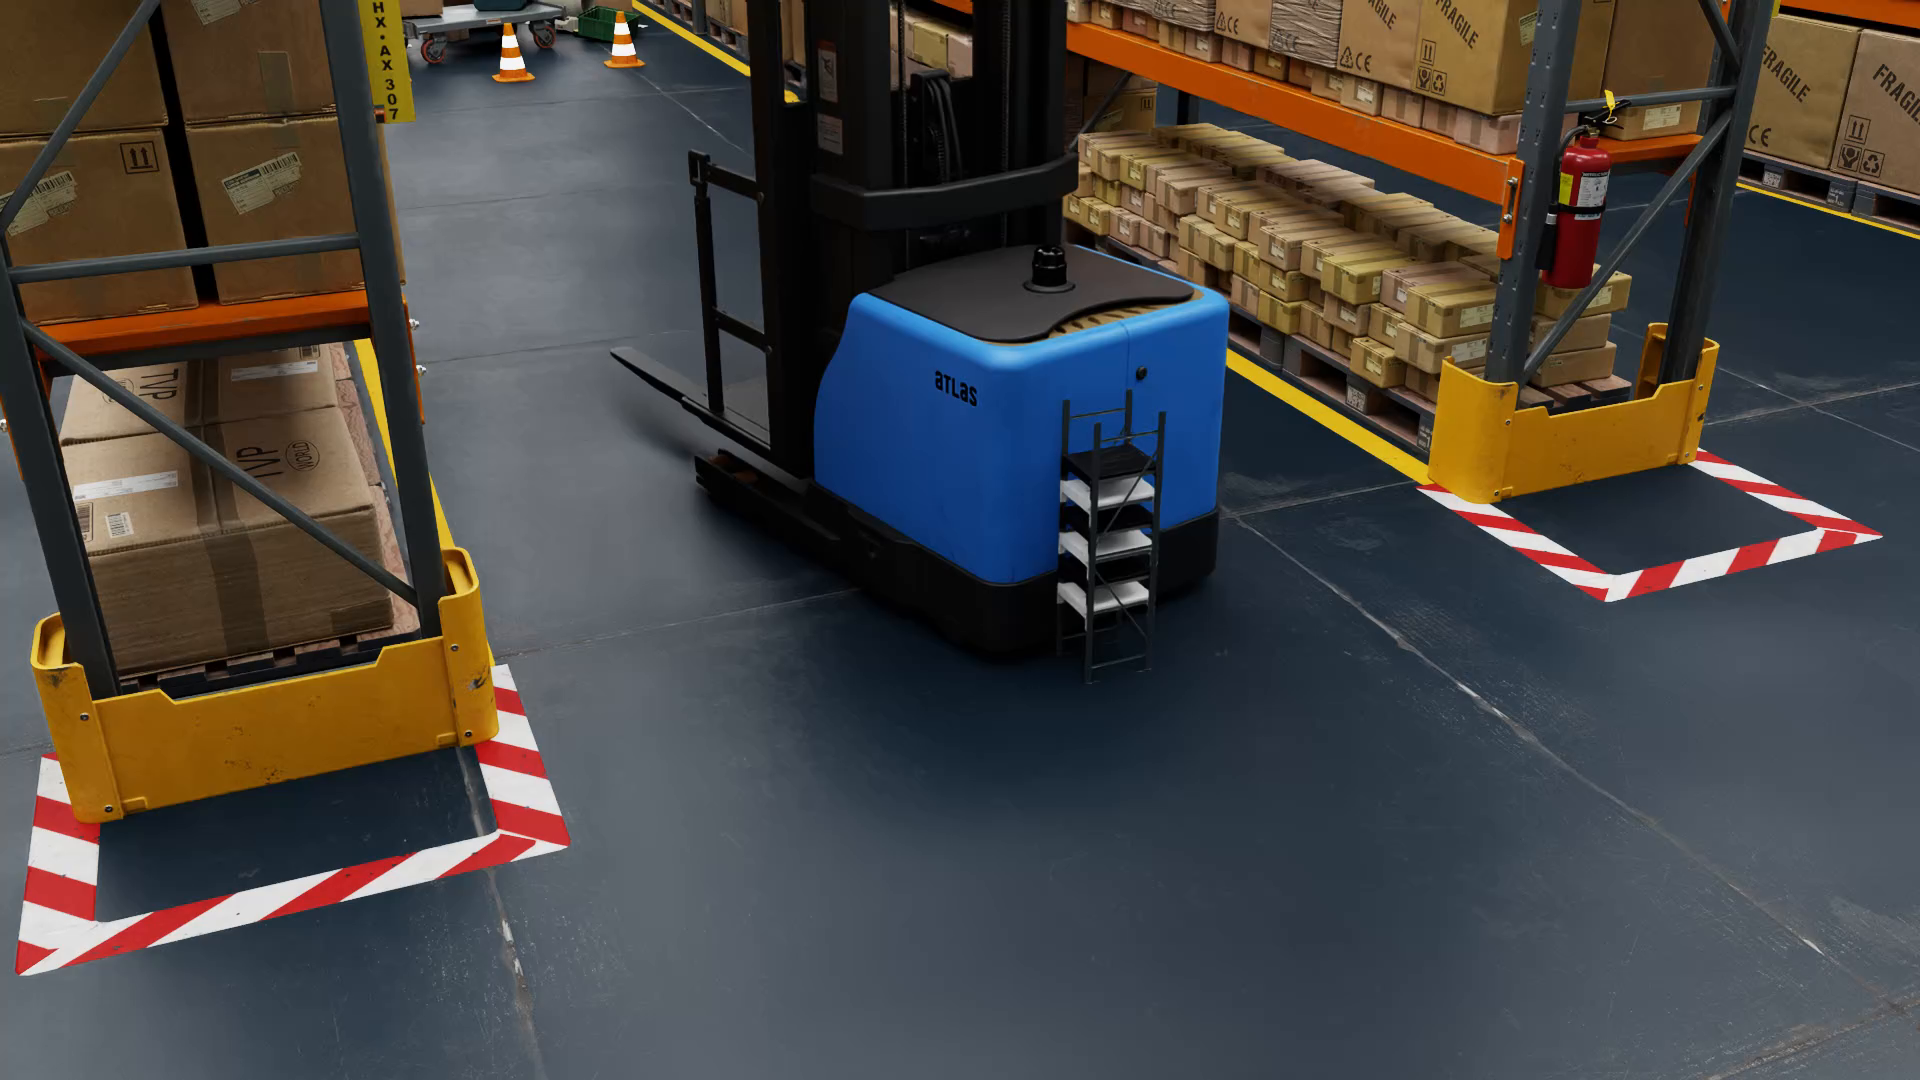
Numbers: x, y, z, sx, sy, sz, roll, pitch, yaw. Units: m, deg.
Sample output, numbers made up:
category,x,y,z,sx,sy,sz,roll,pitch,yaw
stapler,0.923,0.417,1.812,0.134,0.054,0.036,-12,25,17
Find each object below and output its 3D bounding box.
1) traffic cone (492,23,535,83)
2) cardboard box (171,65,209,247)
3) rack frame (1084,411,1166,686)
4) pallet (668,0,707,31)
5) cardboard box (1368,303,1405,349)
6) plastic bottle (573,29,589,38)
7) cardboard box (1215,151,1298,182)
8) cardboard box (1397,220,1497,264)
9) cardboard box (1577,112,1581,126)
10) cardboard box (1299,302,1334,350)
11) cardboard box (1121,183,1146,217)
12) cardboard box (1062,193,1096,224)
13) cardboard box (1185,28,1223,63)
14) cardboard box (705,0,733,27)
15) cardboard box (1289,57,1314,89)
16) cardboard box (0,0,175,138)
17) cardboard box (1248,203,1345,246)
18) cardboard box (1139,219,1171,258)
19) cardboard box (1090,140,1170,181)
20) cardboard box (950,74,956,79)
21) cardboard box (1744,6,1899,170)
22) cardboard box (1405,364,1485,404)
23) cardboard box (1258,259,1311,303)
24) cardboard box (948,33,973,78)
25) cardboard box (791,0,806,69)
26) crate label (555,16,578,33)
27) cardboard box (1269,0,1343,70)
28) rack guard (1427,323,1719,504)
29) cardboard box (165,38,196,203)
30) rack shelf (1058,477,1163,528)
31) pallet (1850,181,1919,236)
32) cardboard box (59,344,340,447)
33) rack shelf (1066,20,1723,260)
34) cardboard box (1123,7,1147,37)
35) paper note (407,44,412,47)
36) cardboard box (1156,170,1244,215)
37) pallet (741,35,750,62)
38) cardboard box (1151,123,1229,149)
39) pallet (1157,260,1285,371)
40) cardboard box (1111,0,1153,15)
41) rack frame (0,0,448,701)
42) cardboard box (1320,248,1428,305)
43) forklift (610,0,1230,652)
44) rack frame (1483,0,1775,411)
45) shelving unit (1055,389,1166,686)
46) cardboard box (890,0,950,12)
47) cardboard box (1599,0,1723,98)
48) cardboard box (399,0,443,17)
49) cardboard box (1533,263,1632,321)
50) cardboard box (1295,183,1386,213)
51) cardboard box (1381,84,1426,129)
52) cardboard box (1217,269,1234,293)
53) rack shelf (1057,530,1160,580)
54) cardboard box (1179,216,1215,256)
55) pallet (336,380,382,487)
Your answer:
category,x,y,z,sx,sy,sz,roll,pitch,yaw
traffic cone,-3.888,-4.226,14.378,0.336,0.463,0.334,-11,28,-21
cardboard box,-2.144,-1.215,5.205,0.500,0.500,0.500,-11,28,-21
rack frame,0.507,0.038,5.146,0.240,0.900,0.006,-11,28,-21
pallet,-2.406,-5.530,17.336,1.003,0.211,1.213,-11,28,-21
cardboard box,1.997,-0.938,7.185,0.380,0.149,0.250,-11,28,-22
plastic bottle,-3.677,-4.995,16.410,0.283,0.061,0.133,18,31,33
cardboard box,1.602,-1.995,9.011,0.380,0.149,0.250,-10,28,-19
cardboard box,2.254,-1.363,7.716,0.380,0.149,0.250,-12,28,-23
cardboard box,2.556,-1.788,6.780,0.380,0.149,0.250,-10,28,-19
cardboard box,1.794,-1.008,7.666,0.380,0.149,0.250,-10,28,-20
cardboard box,1.110,-1.894,9.143,0.380,0.149,0.250,-11,28,-21
cardboard box,0.799,-1.939,9.572,0.380,0.149,0.250,-12,28,-23
cardboard box,1.323,-2.426,8.087,0.380,0.149,0.250,-9,28,-18
cardboard box,-1.855,-5.405,15.988,1.050,0.750,0.750,-11,28,-21
cardboard box,1.708,-2.124,7.467,0.380,0.149,0.250,-12,28,-23
cardboard box,-2.404,-1.375,4.394,0.500,0.500,0.500,-10,28,-19
cardboard box,1.614,-1.497,7.990,0.380,0.149,0.250,-12,28,-22
cardboard box,1.194,-1.646,8.973,0.380,0.149,0.250,-11,28,-22
cardboard box,0.950,-2.112,9.250,0.380,0.149,0.250,-9,27,-18
cardboard box,0.230,-2.761,10.857,0.500,0.500,0.500,-11,28,-22
cardboard box,5.741,-2.998,10.915,0.875,0.875,0.875,-11,28,-21
cardboard box,2.121,-0.703,7.041,0.380,0.149,0.250,-10,28,-20
cardboard box,1.630,-1.240,7.803,0.380,0.149,0.250,-10,28,-20
cardboard box,0.239,-3.103,10.701,0.500,0.250,0.500,-9,28,-18
cardboard box,-0.770,-4.287,13.697,1.050,0.750,0.750,-11,28,-21
crate label,-3.917,-5.171,16.685,0.250,0.136,0.298,13,29,24
cardboard box,1.702,-2.346,7.183,0.500,0.500,0.500,-10,28,-20
rack guard,2.489,-0.526,6.757,1.175,0.500,0.348,-11,28,-21
cardboard box,-2.822,-1.332,5.446,0.500,0.500,0.500,-10,28,-19
rack shelf,0.466,-0.134,5.165,0.258,0.077,0.200,-11,28,-21
pallet,6.263,-1.978,10.060,1.003,0.211,1.213,-11,28,-21
cardboard box,-2.713,-0.382,6.055,0.875,0.438,0.875,-10,28,-19
rack shelf,1.736,-2.103,7.957,1.077,0.370,4.000,-11,28,-21
cardboard box,1.085,-2.760,8.769,0.380,0.149,0.250,-12,28,-23
paper note,-5.333,-4.744,15.932,0.148,0.019,0.142,-11,28,-21
cardboard box,1.242,-1.800,8.611,0.380,0.149,0.250,-10,28,-19
pallet,-1.327,-4.418,15.058,1.003,0.211,1.213,-11,28,-21
cardboard box,1.331,-2.309,9.653,0.380,0.149,0.250,-10,28,-19
pallet,1.730,-1.222,8.512,1.003,0.211,1.213,-11,28,-21
cardboard box,1.115,-2.970,8.461,0.500,0.500,0.500,-11,28,-21
rack frame,-1.996,-0.727,4.320,1.000,3.000,0.127,-11,28,-21
cardboard box,1.815,-1.158,7.295,0.380,0.149,0.250,-11,28,-22
forklift,-0.392,-1.540,6.063,1.130,2.935,3.031,-19,32,-33
rack frame,2.519,-1.618,6.146,1.000,3.000,0.127,-11,28,-21
shelving unit,0.466,-0.002,5.229,0.258,0.900,0.210,-11,28,-21
cardboard box,-0.368,-3.726,11.978,0.500,0.250,0.500,-11,28,-21
cardboard box,2.597,-2.026,6.527,0.500,0.500,0.500,-9,28,-18
cardboard box,-5.070,-5.106,15.276,0.500,0.500,0.500,-11,28,-21
cardboard box,2.626,-1.063,7.101,0.380,0.149,0.250,-12,28,-23
cardboard box,1.906,-1.676,8.357,0.380,0.149,0.250,-11,28,-20
cardboard box,1.956,-1.794,6.792,0.380,0.149,0.250,-11,28,-21
cardboard box,1.518,-1.329,8.324,0.380,0.149,0.250,-10,28,-19
rack shelf,0.466,0.028,5.244,0.258,0.077,0.200,-11,28,-21
cardboard box,1.340,-1.557,8.452,0.380,0.149,0.250,-11,28,-21
pallet,-2.855,-0.275,6.573,1.003,0.211,1.213,-11,28,-21
